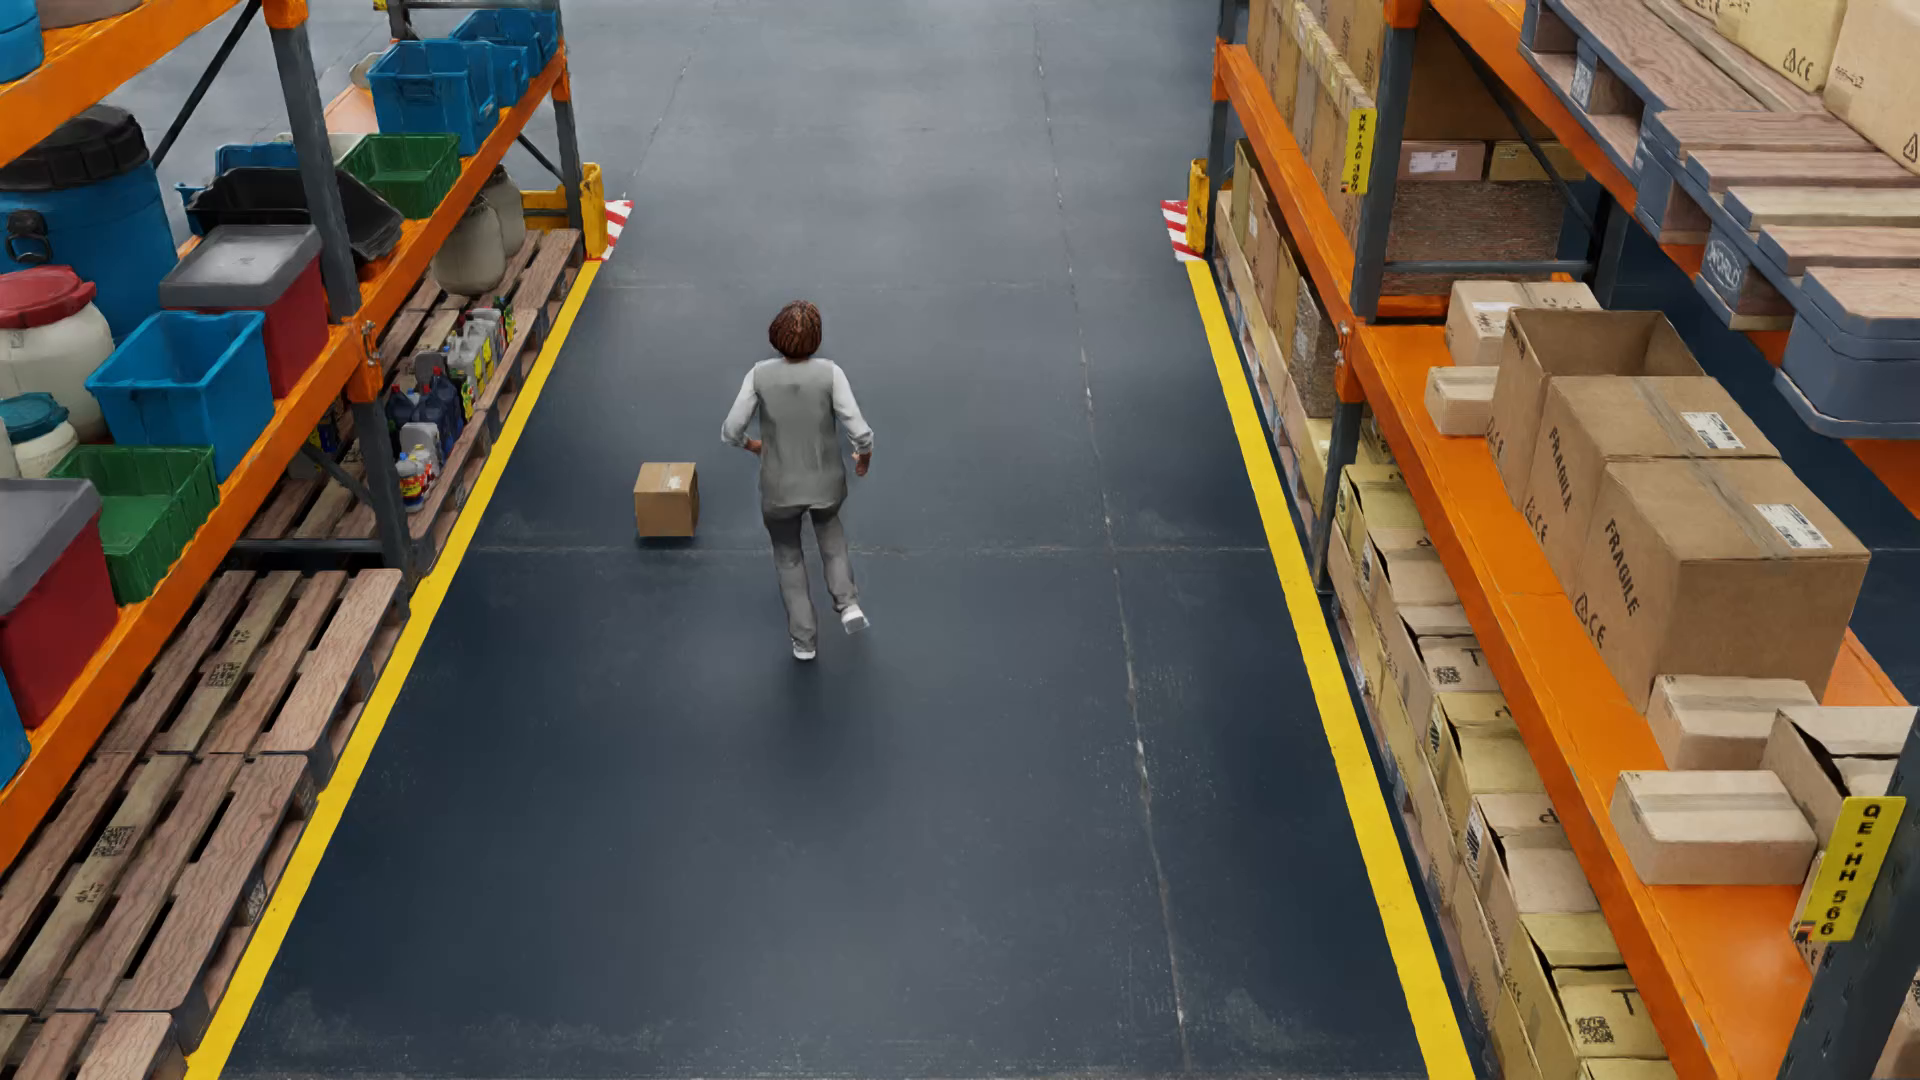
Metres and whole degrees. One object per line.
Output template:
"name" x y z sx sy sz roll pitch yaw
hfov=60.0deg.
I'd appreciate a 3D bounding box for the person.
"person" -0.642 -0.238 6.555 0.569 1.566 0.443 -7 33 -11
